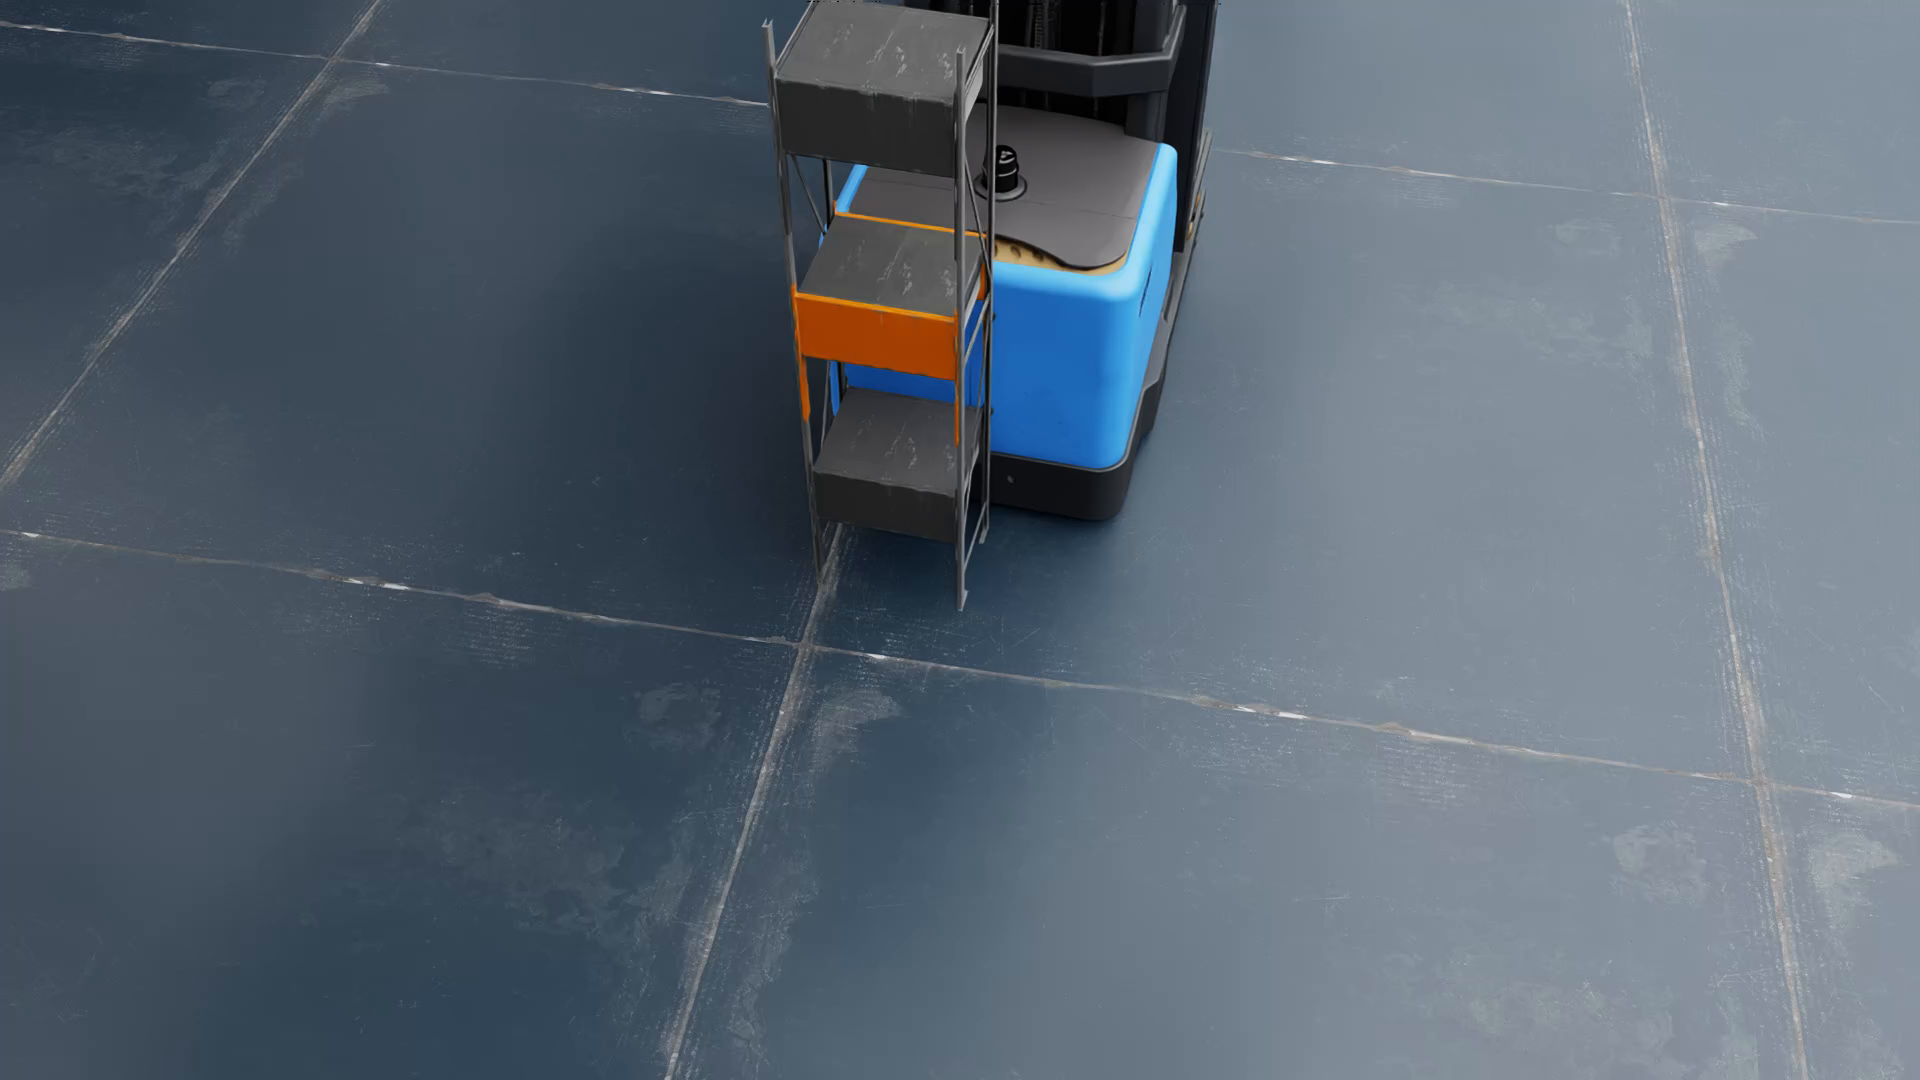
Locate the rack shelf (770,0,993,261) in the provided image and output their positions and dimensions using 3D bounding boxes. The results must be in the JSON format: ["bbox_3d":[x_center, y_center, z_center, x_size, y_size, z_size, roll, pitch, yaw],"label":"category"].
[{"bbox_3d":[-0.191,-1.108,4.411,0.480,0.518,0.431,10,49,9],"label":"rack shelf"}]

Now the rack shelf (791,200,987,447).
[{"bbox_3d":[-0.191,-0.640,4.932,0.480,0.518,0.431,10,49,9],"label":"rack shelf"}]

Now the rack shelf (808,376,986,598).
[{"bbox_3d":[-0.191,-0.173,5.453,0.480,0.518,0.431,10,49,9],"label":"rack shelf"}]

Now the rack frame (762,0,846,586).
[{"bbox_3d":[-0.428,-0.693,4.961,0.015,2.100,0.400,10,49,9],"label":"rack frame"}]

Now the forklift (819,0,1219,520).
[{"bbox_3d":[0.393,-2.169,5.729,1.130,2.935,3.031,10,49,9],"label":"forklift"}]

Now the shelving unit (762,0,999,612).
[{"bbox_3d":[-0.191,-0.649,4.922,0.503,2.100,0.431,10,49,9],"label":"shelving unit"}]

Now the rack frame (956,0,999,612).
[{"bbox_3d":[0.046,-0.606,4.883,0.015,2.100,0.400,10,49,9],"label":"rack frame"}]
